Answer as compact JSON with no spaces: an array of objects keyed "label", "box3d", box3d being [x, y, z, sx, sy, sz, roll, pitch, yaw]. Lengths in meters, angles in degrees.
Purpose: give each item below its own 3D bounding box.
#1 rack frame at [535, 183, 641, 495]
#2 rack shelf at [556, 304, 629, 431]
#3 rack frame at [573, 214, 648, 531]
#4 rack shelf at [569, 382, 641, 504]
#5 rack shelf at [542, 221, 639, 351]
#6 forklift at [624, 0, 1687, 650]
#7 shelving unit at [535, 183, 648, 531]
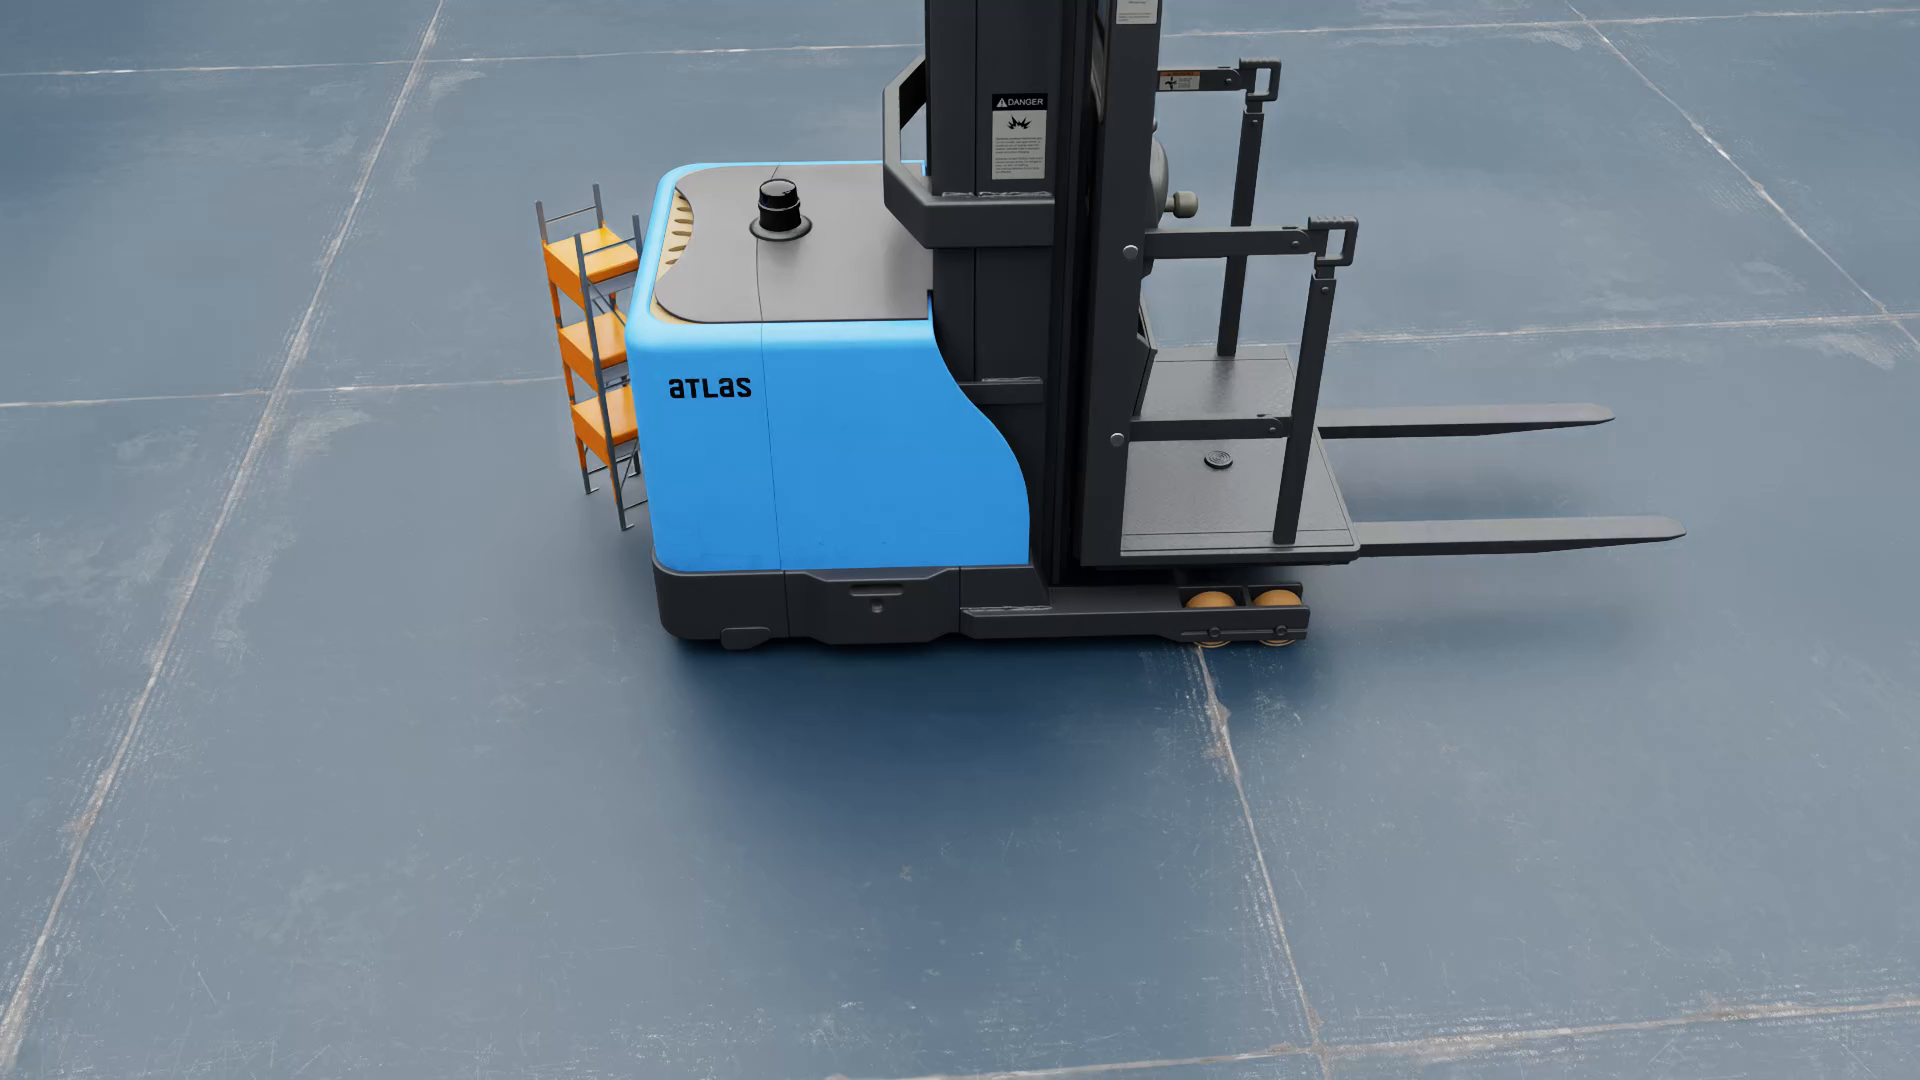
[{"label":"rack frame","box3d":[-1.143,-0.600,5.162,0.200,1.050,0.008,-25,45,-28]},{"label":"rack shelf","box3d":[-1.070,-0.531,5.092,0.215,0.259,0.240,-25,45,-28]},{"label":"rack frame","box3d":[-0.997,-0.479,5.009,0.200,1.050,0.008,-25,45,-28]},{"label":"rack shelf","box3d":[-1.070,-0.313,5.264,0.215,0.259,0.240,-25,45,-28]},{"label":"rack shelf","box3d":[-1.070,-0.754,4.916,0.215,0.259,0.240,-25,45,-28]},{"label":"forklift","box3d":[0.625,-1.165,4.361,3.031,2.935,1.130,-1,38,-2]},{"label":"shelving unit","box3d":[-1.070,-0.539,5.086,0.215,1.050,0.252,-25,45,-28]}]
